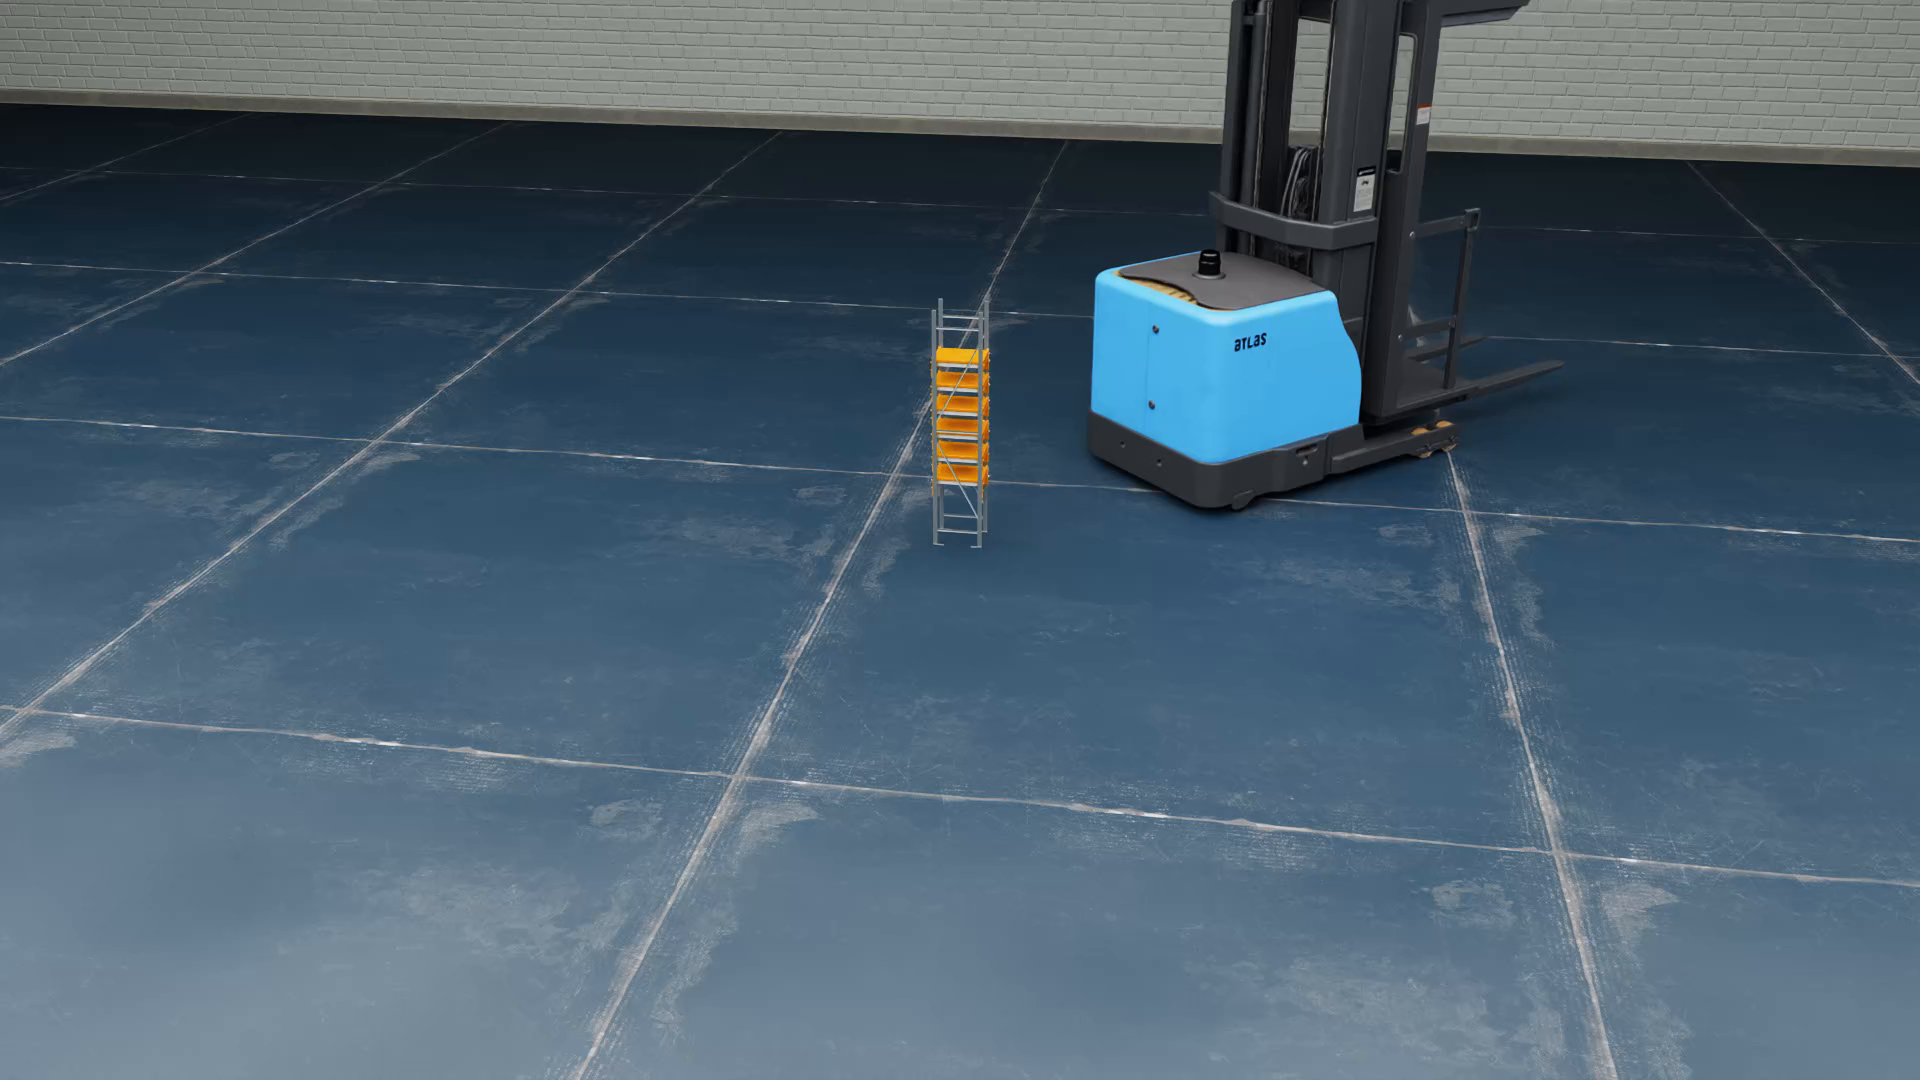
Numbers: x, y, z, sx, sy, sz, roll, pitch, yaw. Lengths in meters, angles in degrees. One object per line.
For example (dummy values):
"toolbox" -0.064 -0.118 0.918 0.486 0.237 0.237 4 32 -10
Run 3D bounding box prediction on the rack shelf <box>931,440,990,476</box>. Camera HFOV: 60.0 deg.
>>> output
"rack shelf" 0.002 -0.401 8.078 0.258 0.103 0.180 4 25 9

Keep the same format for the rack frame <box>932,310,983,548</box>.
"rack frame" -0.013 -0.511 7.927 0.240 1.200 0.006 4 25 9

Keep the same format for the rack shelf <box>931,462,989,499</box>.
"rack shelf" 0.002 -0.292 8.129 0.258 0.103 0.180 4 25 9

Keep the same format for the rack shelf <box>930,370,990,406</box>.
"rack shelf" 0.002 -0.727 7.926 0.258 0.103 0.180 4 25 9

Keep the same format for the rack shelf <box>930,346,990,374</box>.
"rack shelf" 0.002 -0.835 7.875 0.258 0.103 0.180 4 25 9

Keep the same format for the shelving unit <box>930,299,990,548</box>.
"shelving unit" 0.002 -0.549 8.009 0.258 1.200 0.189 4 25 9

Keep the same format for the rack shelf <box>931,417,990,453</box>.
"rack shelf" 0.002 -0.509 8.027 0.258 0.103 0.180 4 25 9

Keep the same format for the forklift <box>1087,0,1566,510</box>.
"forklift" 2.204 -1.949 8.957 3.031 2.935 1.130 -16 29 -30

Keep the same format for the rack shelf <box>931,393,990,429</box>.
"rack shelf" 0.002 -0.618 7.977 0.258 0.103 0.180 4 25 9

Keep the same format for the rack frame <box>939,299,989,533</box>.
"rack frame" 0.017 -0.588 8.090 0.240 1.200 0.006 4 25 9
